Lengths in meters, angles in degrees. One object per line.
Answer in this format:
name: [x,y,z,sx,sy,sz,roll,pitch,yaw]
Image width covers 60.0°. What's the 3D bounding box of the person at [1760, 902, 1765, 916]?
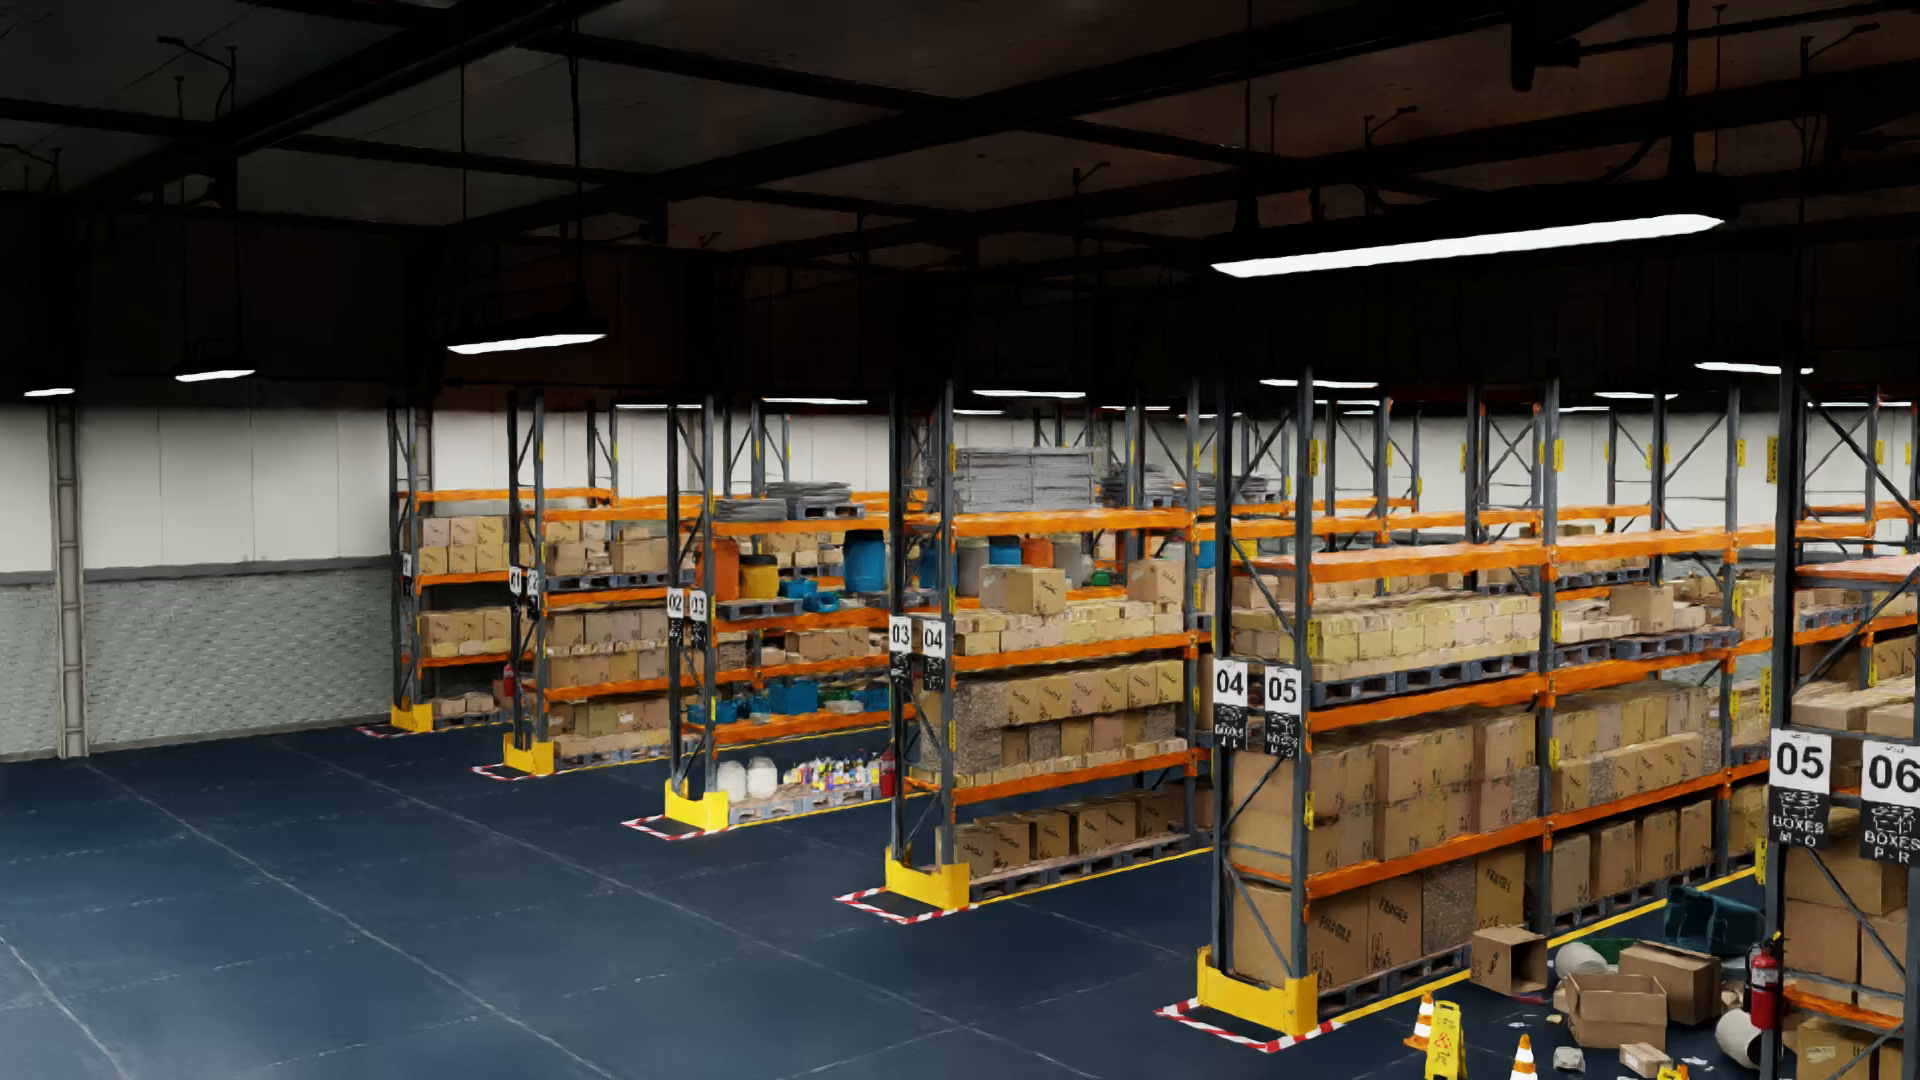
person: [8.761,3.271,17.658,0.447,1.720,0.568,1,4,24]
